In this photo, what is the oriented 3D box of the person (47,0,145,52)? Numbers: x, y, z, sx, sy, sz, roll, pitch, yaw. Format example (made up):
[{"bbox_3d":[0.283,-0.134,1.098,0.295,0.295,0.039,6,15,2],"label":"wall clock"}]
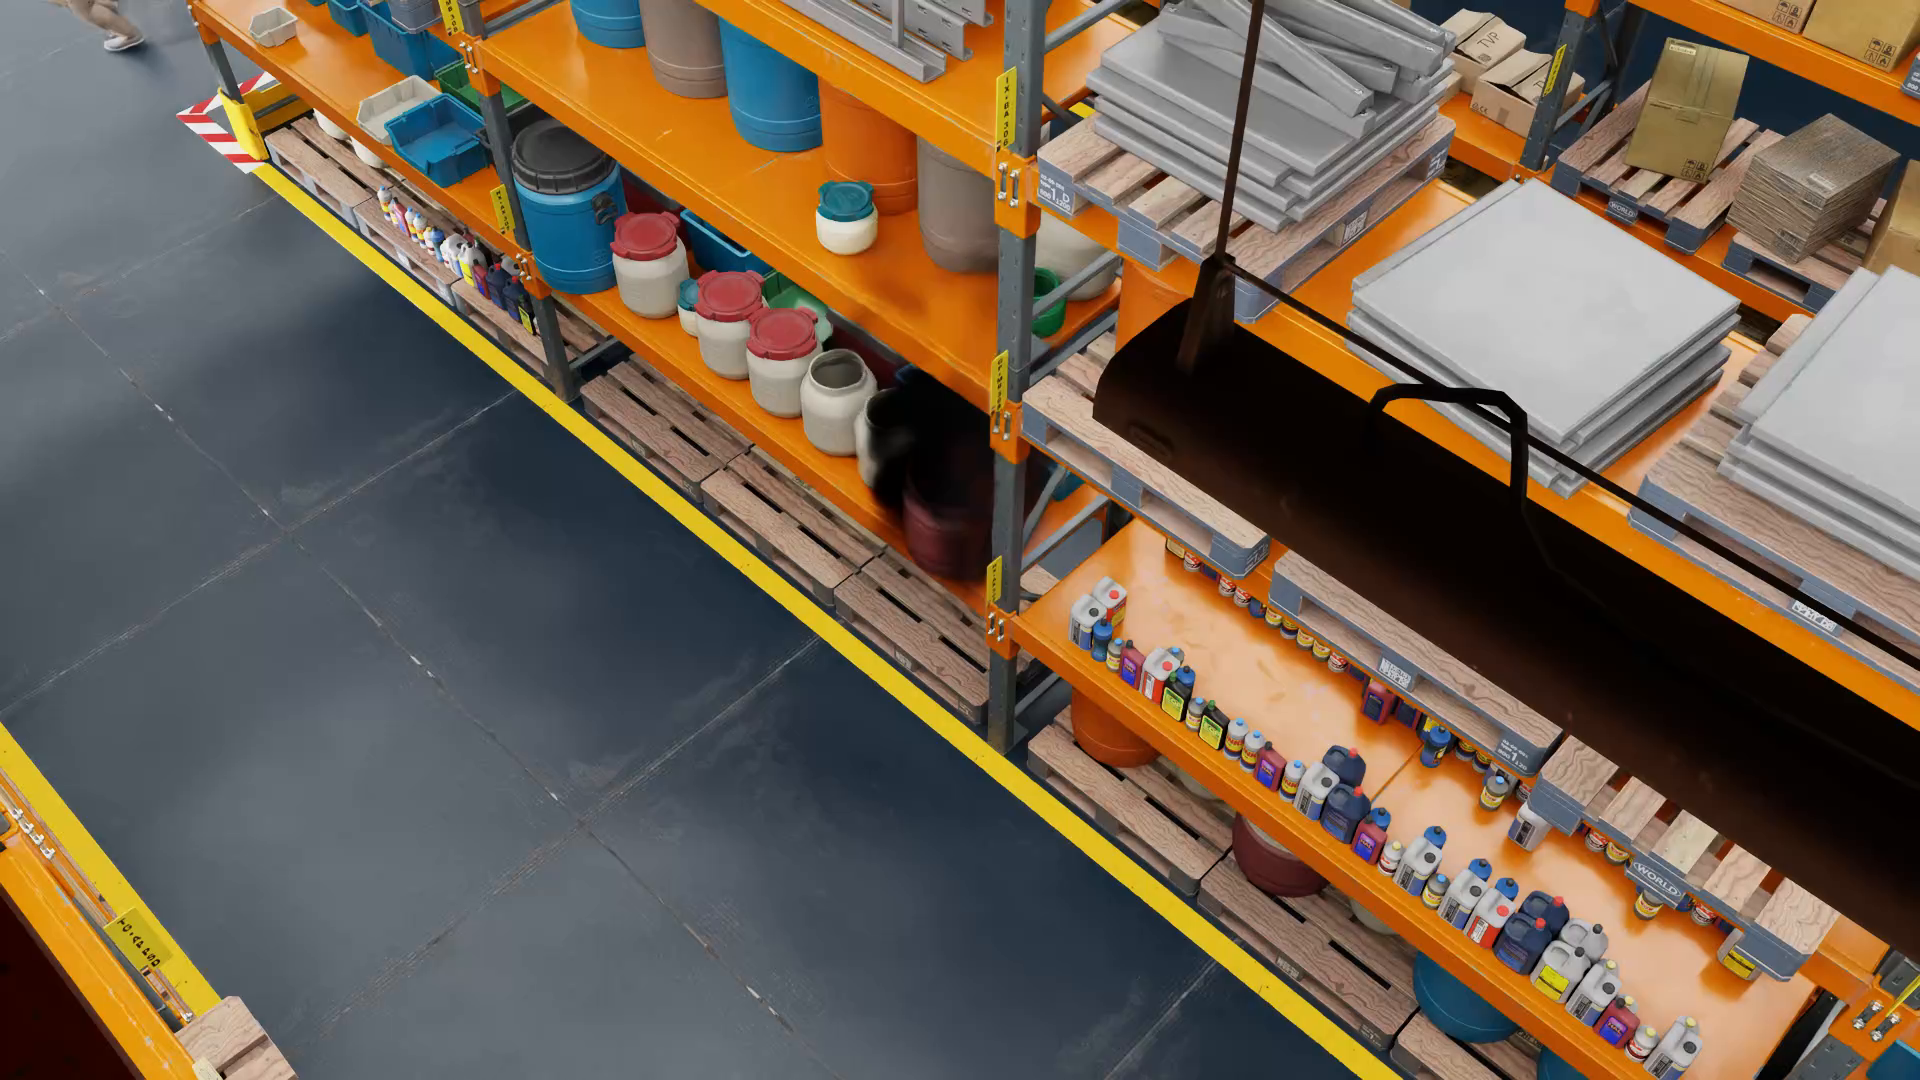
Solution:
[{"bbox_3d":[-7.085,-4.580,13.146,0.653,1.646,0.602,-18,52,-14],"label":"person"}]
